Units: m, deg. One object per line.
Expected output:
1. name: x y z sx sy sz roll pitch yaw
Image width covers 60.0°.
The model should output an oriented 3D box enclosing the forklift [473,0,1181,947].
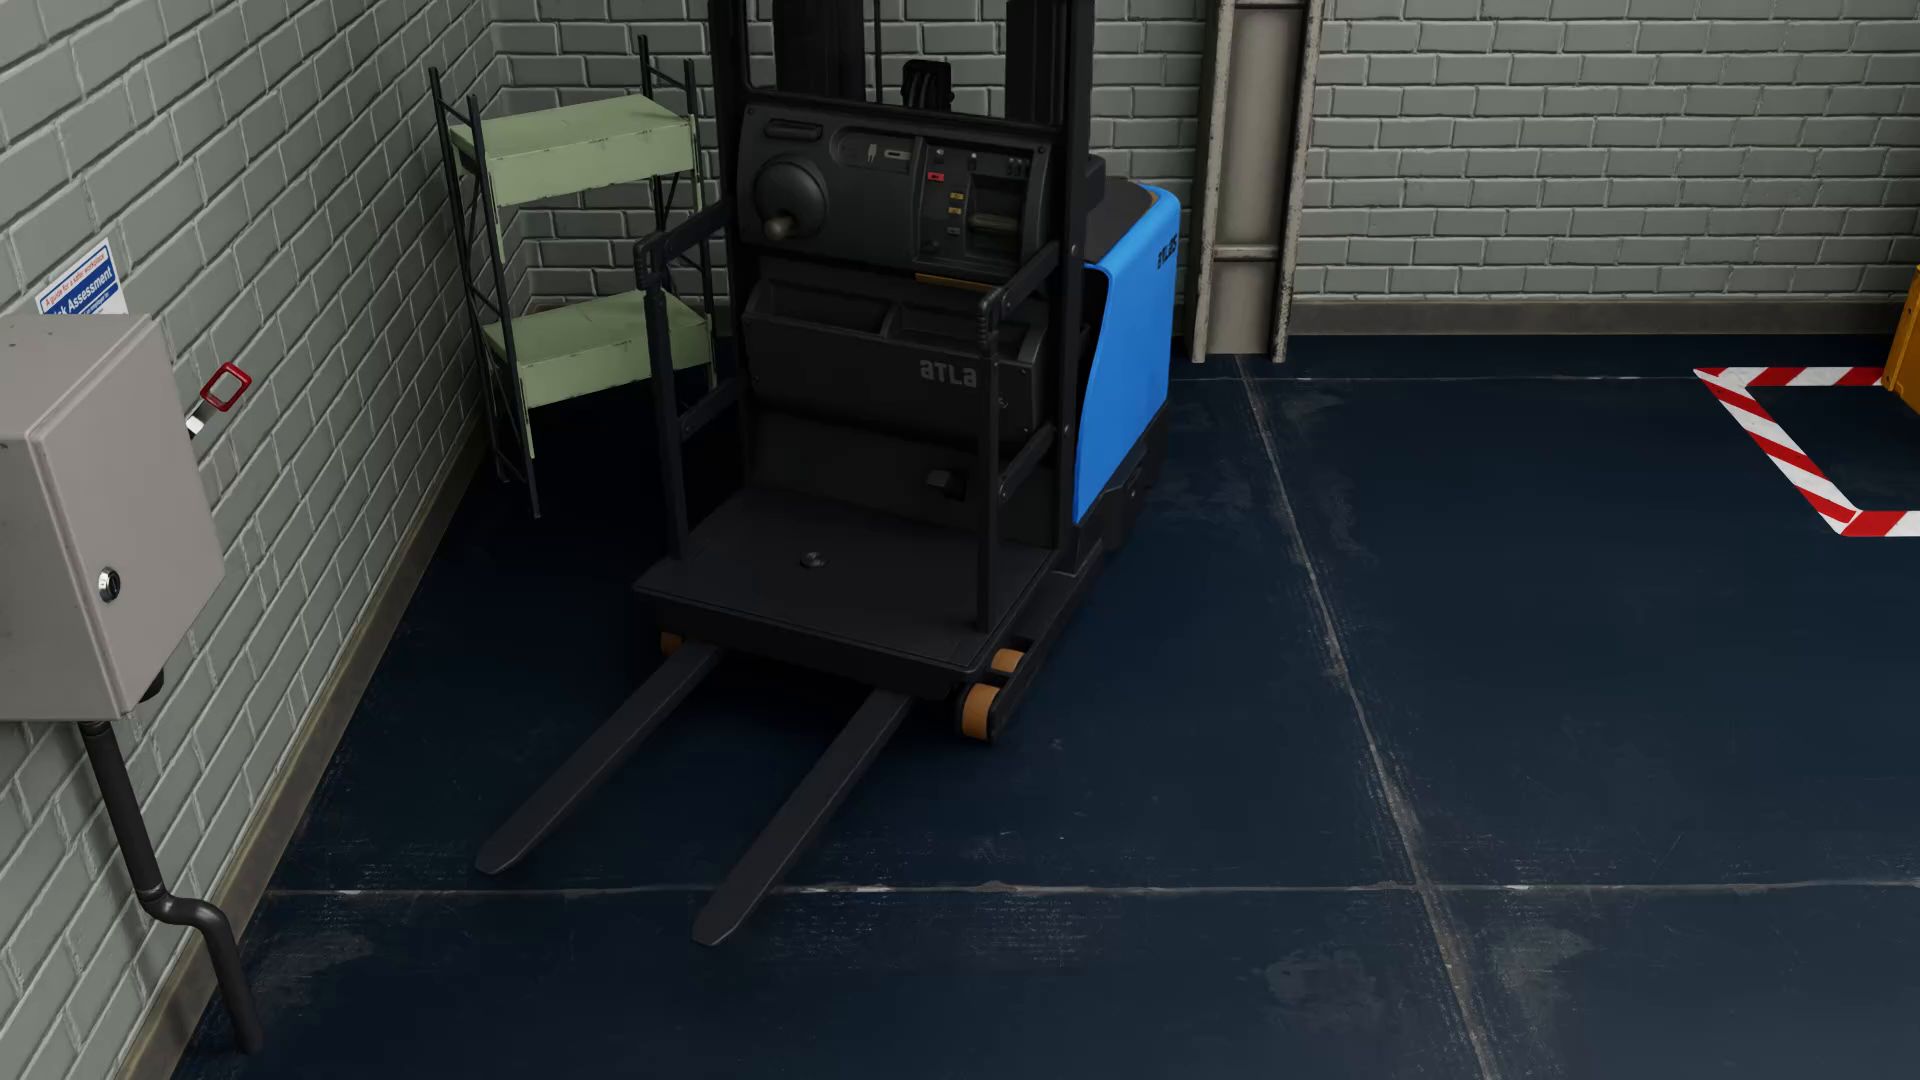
1. forklift: -0.278 -0.925 4.449 1.130 2.935 3.031 12 33 20

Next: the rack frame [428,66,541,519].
1. rack frame: -1.602 -0.804 5.629 0.023 1.500 0.400 -19 36 -28

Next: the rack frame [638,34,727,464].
1. rack frame: -0.991 -1.013 5.974 0.023 1.500 0.400 -19 36 -28

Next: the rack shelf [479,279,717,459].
1. rack shelf: -1.296 -0.630 5.971 0.720 0.370 0.431 -19 36 -28

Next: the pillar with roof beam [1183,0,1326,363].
1. pillar with roof beam: 1.192 -2.439 1.095 0.400 9.000 9.100 0 31 0

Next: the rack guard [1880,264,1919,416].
1. rack guard: 3.944 -0.580 6.224 0.348 0.500 1.175 0 31 0

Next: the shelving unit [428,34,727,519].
1. shelving unit: -1.296 -0.909 5.802 0.755 1.500 0.431 -19 36 -28

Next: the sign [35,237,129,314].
1. sign: -1.814 -0.349 3.525 0.001 0.494 0.329 0 31 0

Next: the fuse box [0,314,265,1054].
1. fuse box: -1.604 0.417 3.414 0.414 1.711 0.539 0 31 0

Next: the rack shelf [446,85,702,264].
1. rack shelf: -1.296 -1.242 5.599 0.720 0.370 0.431 -19 36 -28
